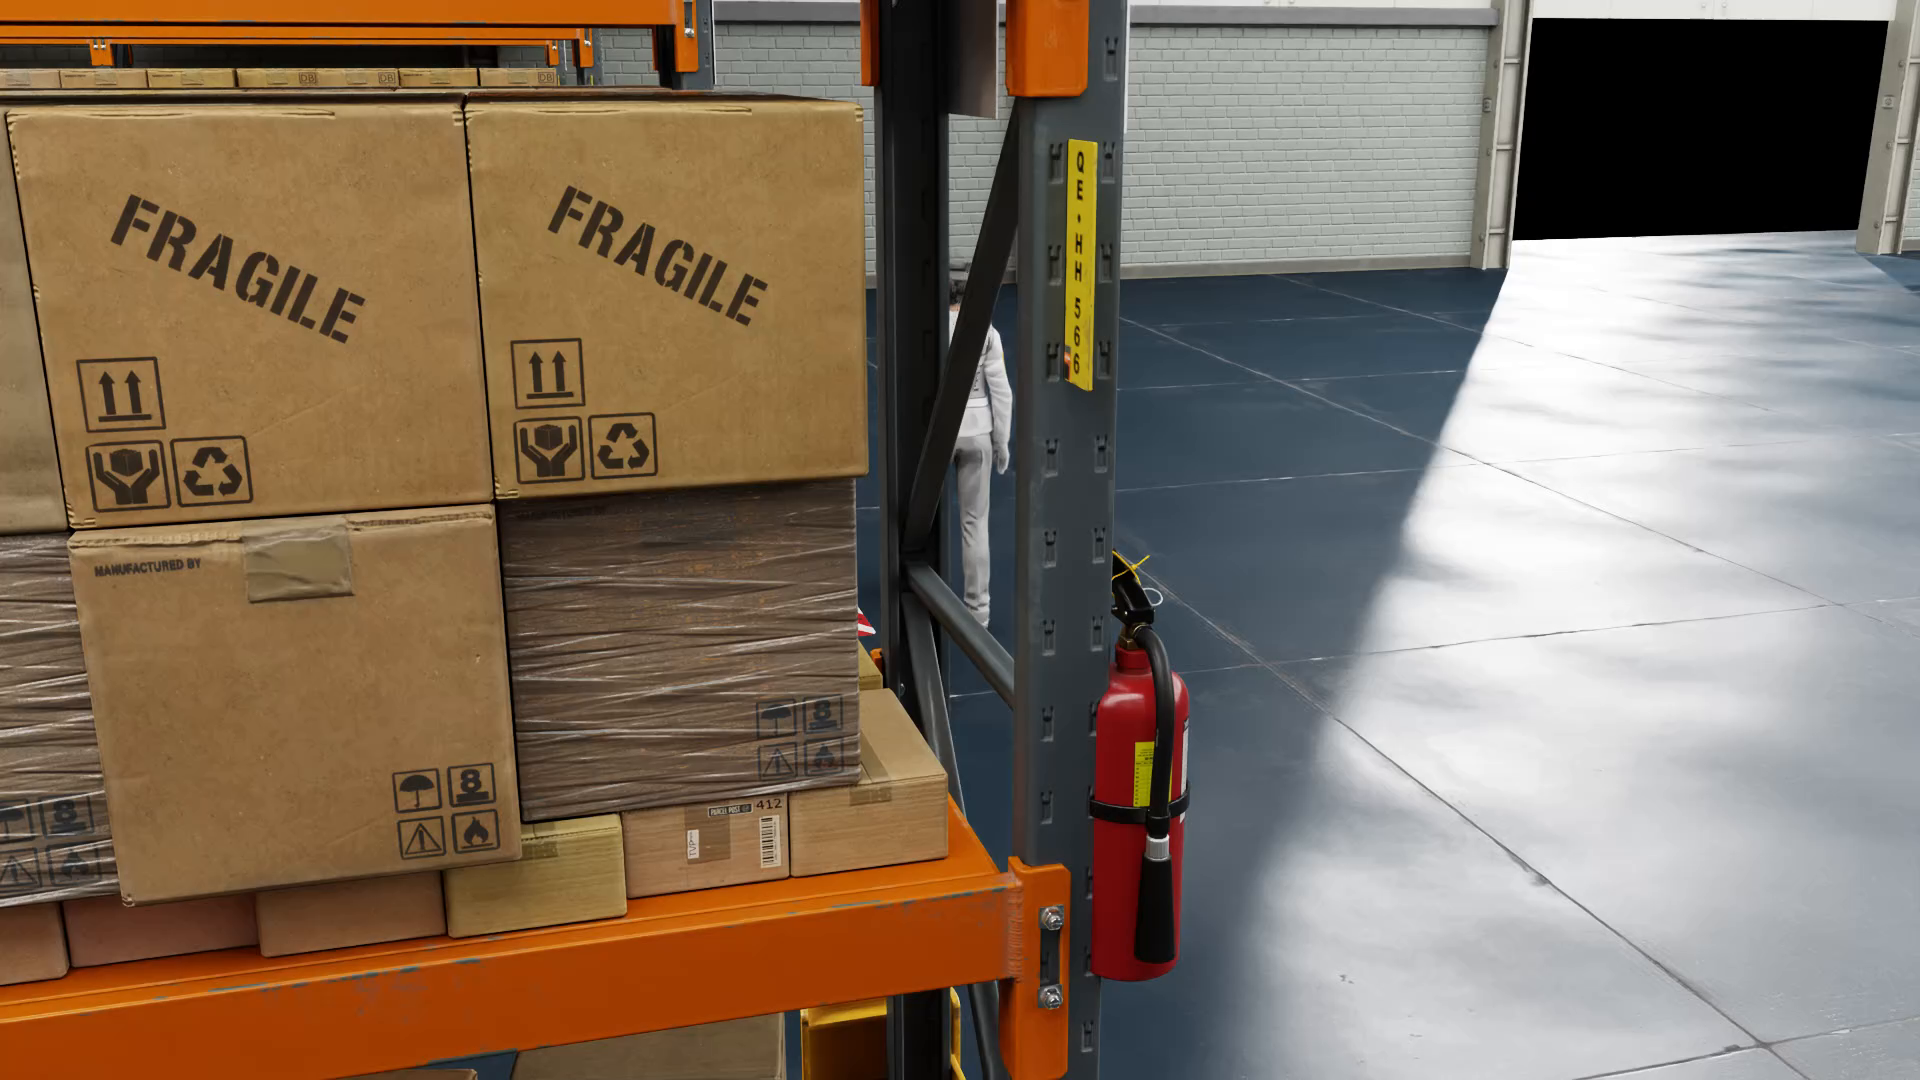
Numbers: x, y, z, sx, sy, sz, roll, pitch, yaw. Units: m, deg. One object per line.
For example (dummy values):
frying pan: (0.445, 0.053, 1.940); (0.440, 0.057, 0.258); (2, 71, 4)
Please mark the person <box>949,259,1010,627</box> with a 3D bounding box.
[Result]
person: (-0.054, -0.457, 7.569); (0.521, 1.645, 0.713); (-2, 16, -8)
